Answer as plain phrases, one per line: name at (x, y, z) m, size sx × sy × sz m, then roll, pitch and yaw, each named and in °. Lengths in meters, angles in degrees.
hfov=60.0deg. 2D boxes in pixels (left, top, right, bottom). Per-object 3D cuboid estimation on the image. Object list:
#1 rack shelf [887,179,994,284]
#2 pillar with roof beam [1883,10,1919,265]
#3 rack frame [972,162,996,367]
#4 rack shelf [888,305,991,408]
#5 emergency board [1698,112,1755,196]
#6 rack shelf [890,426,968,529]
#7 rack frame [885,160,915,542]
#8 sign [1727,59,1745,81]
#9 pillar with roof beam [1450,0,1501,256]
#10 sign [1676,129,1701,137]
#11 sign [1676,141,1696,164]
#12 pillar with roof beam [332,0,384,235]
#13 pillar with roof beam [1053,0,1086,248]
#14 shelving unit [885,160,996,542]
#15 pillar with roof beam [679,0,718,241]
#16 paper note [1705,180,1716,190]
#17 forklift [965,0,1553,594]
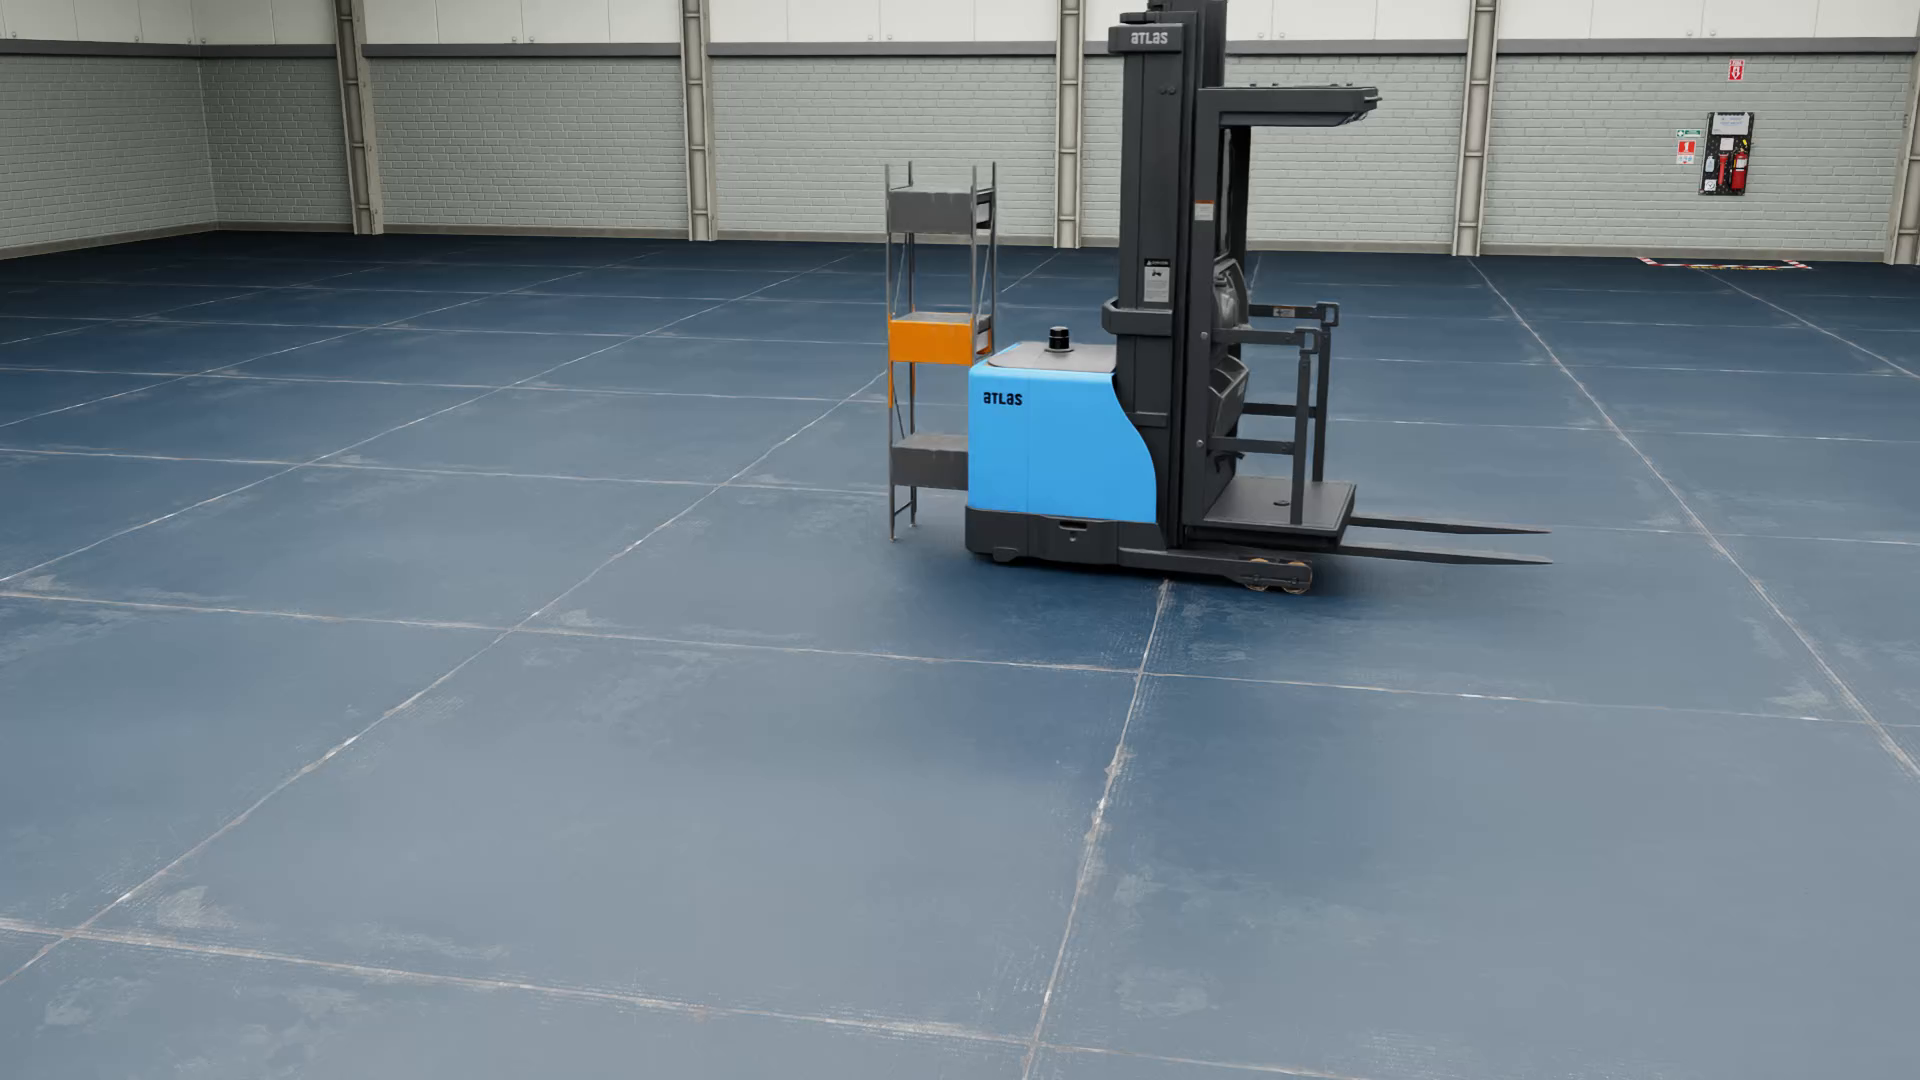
rack shelf at (-0.101, -1.692, 9.095) m, size 0.480 × 0.518 × 0.431 m, roll 5°, pitch 16°, yaw 17°
pillar with roof beam at (12.585, -7.162, 18.489) m, size 0.400 × 9.000 × 9.100 m, roll 3°, pitch 16°, yaw 11°
rack frame at (0.132, -1.010, 9.206) m, size 0.015 × 2.100 × 0.400 m, roll 5°, pitch 16°, yaw 17°
rack shelf at (-0.101, -1.017, 9.282) m, size 0.480 × 0.518 × 0.431 m, roll 5°, pitch 16°, yaw 17°
emergency board at (11.029, -5.538, 23.866) m, size 0.643 × 1.169 × 0.194 m, roll 3°, pitch 16°, yaw 11°
rack shelf at (-0.101, -0.342, 9.468) m, size 0.480 × 0.518 × 0.431 m, roll 5°, pitch 16°, yaw 17°
rack frame at (-0.333, -1.050, 9.350) m, size 0.015 × 2.100 × 0.400 m, roll 5°, pitch 16°, yaw 17°
sign at (11.041, -6.682, 23.652) m, size 0.199 × 0.298 × 0.001 m, roll 3°, pitch 16°, yaw 11°
pillar with roof beam at (6.706, -7.481, 19.641) m, size 0.400 × 9.000 × 9.100 m, roll 3°, pitch 16°, yaw 11°
sign at (10.510, -5.865, 23.985) m, size 0.331 × 0.109 × 0.001 m, roll 3°, pitch 16°, yaw 11°
sign at (10.508, -5.612, 24.065) m, size 0.234 × 0.329 × 0.001 m, roll 3°, pitch 16°, yaw 11°
pillar with roof beam at (-10.933, -8.438, 23.098) m, size 0.400 × 9.000 × 9.100 m, roll 3°, pitch 16°, yaw 11°
pillar with roof beam at (0.826, -7.800, 20.793) m, size 0.400 × 9.000 × 9.100 m, roll 3°, pitch 16°, yaw 11°
shelving unit at (-0.101, -1.030, 9.278) m, size 0.503 × 2.100 × 0.431 m, roll 5°, pitch 16°, yaw 17°
pillar with roof beam at (-5.054, -8.119, 21.946) m, size 0.400 × 9.000 × 9.100 m, roll 3°, pitch 16°, yaw 11°
paper note at (10.869, -5.141, 24.083) m, size 0.142 × 0.148 × 0.016 m, roll 3°, pitch 16°, yaw 11°
forklift at (1.604, -1.294, 8.672) m, size 3.031 × 2.935 × 1.130 m, roll 5°, pitch 16°, yaw 17°
